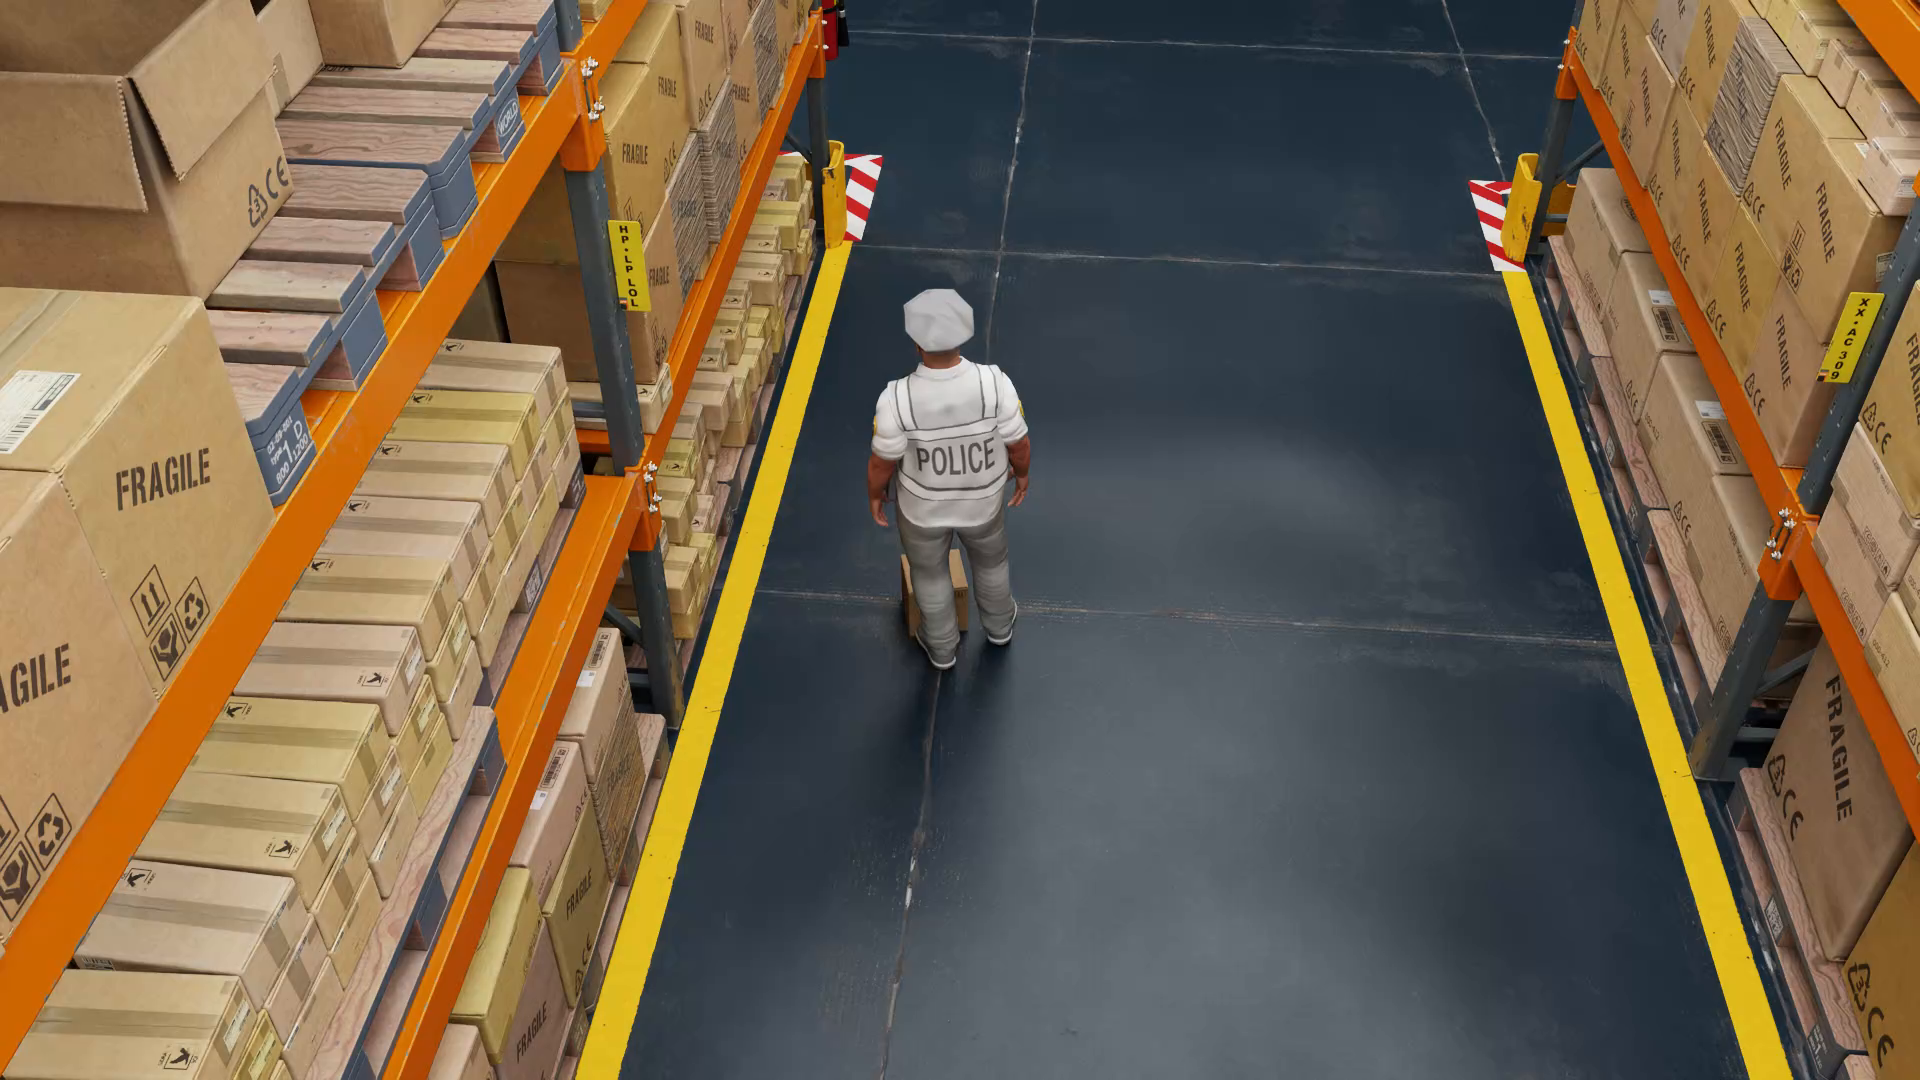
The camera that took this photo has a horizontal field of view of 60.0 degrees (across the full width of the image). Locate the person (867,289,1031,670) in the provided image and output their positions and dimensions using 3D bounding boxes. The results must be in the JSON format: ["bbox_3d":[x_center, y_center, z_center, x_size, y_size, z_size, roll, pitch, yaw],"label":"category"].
[{"bbox_3d":[-0.046,-0.237,6.398,0.640,1.780,0.575,-5,40,-6],"label":"person"}]
